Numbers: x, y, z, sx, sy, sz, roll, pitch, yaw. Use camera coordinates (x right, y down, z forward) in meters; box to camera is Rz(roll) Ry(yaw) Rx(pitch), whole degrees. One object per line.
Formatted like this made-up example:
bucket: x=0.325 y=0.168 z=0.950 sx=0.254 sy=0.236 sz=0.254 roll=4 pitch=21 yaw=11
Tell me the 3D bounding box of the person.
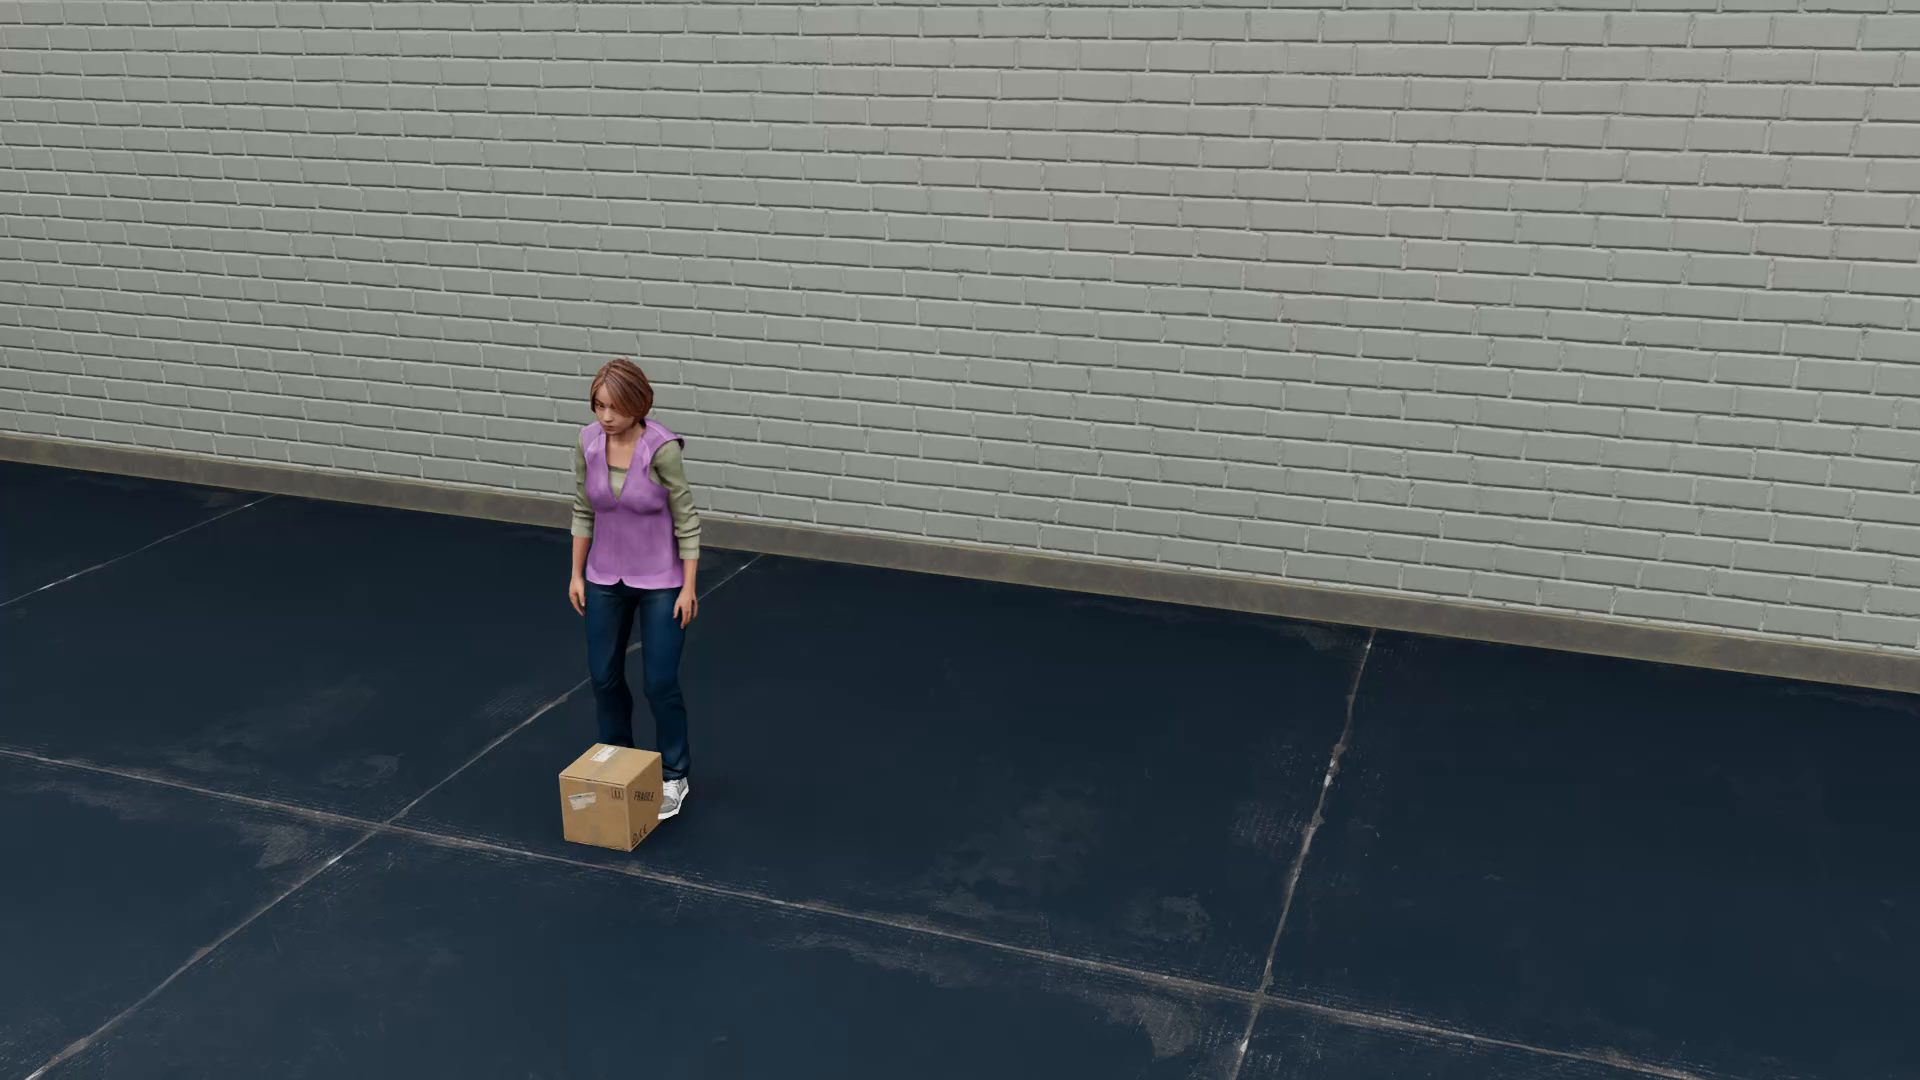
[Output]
person: x=-6.185 y=-0.674 z=5.578 sx=10.400 sy=3.194 sz=2.633 roll=5 pitch=20 yaw=15
